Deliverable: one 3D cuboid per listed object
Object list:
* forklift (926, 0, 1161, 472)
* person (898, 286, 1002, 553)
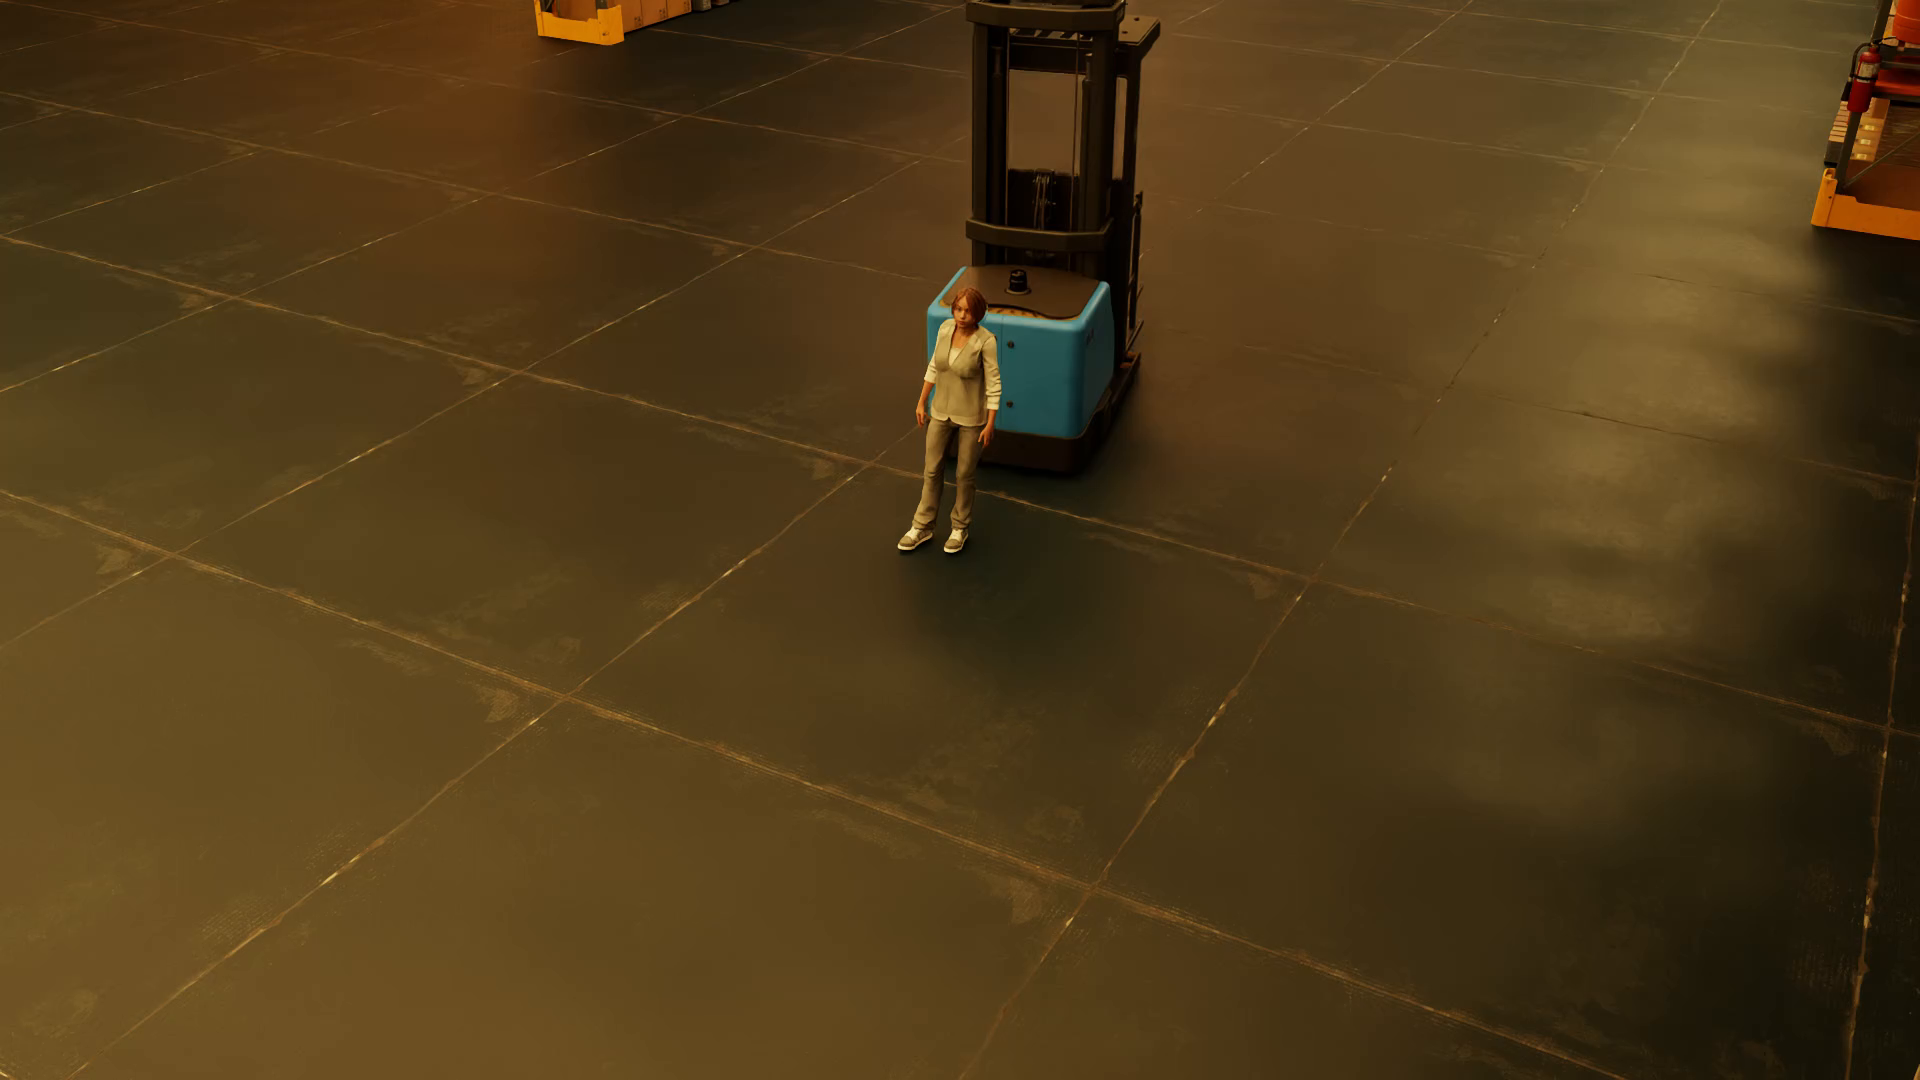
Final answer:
[{"bbox_3d":[0.685,-2.425,11.272,1.130,2.935,3.031,8,31,14],"label":"forklift"},{"bbox_3d":[-0.048,-0.669,9.550,0.520,1.597,0.475,15,33,25],"label":"person"}]
